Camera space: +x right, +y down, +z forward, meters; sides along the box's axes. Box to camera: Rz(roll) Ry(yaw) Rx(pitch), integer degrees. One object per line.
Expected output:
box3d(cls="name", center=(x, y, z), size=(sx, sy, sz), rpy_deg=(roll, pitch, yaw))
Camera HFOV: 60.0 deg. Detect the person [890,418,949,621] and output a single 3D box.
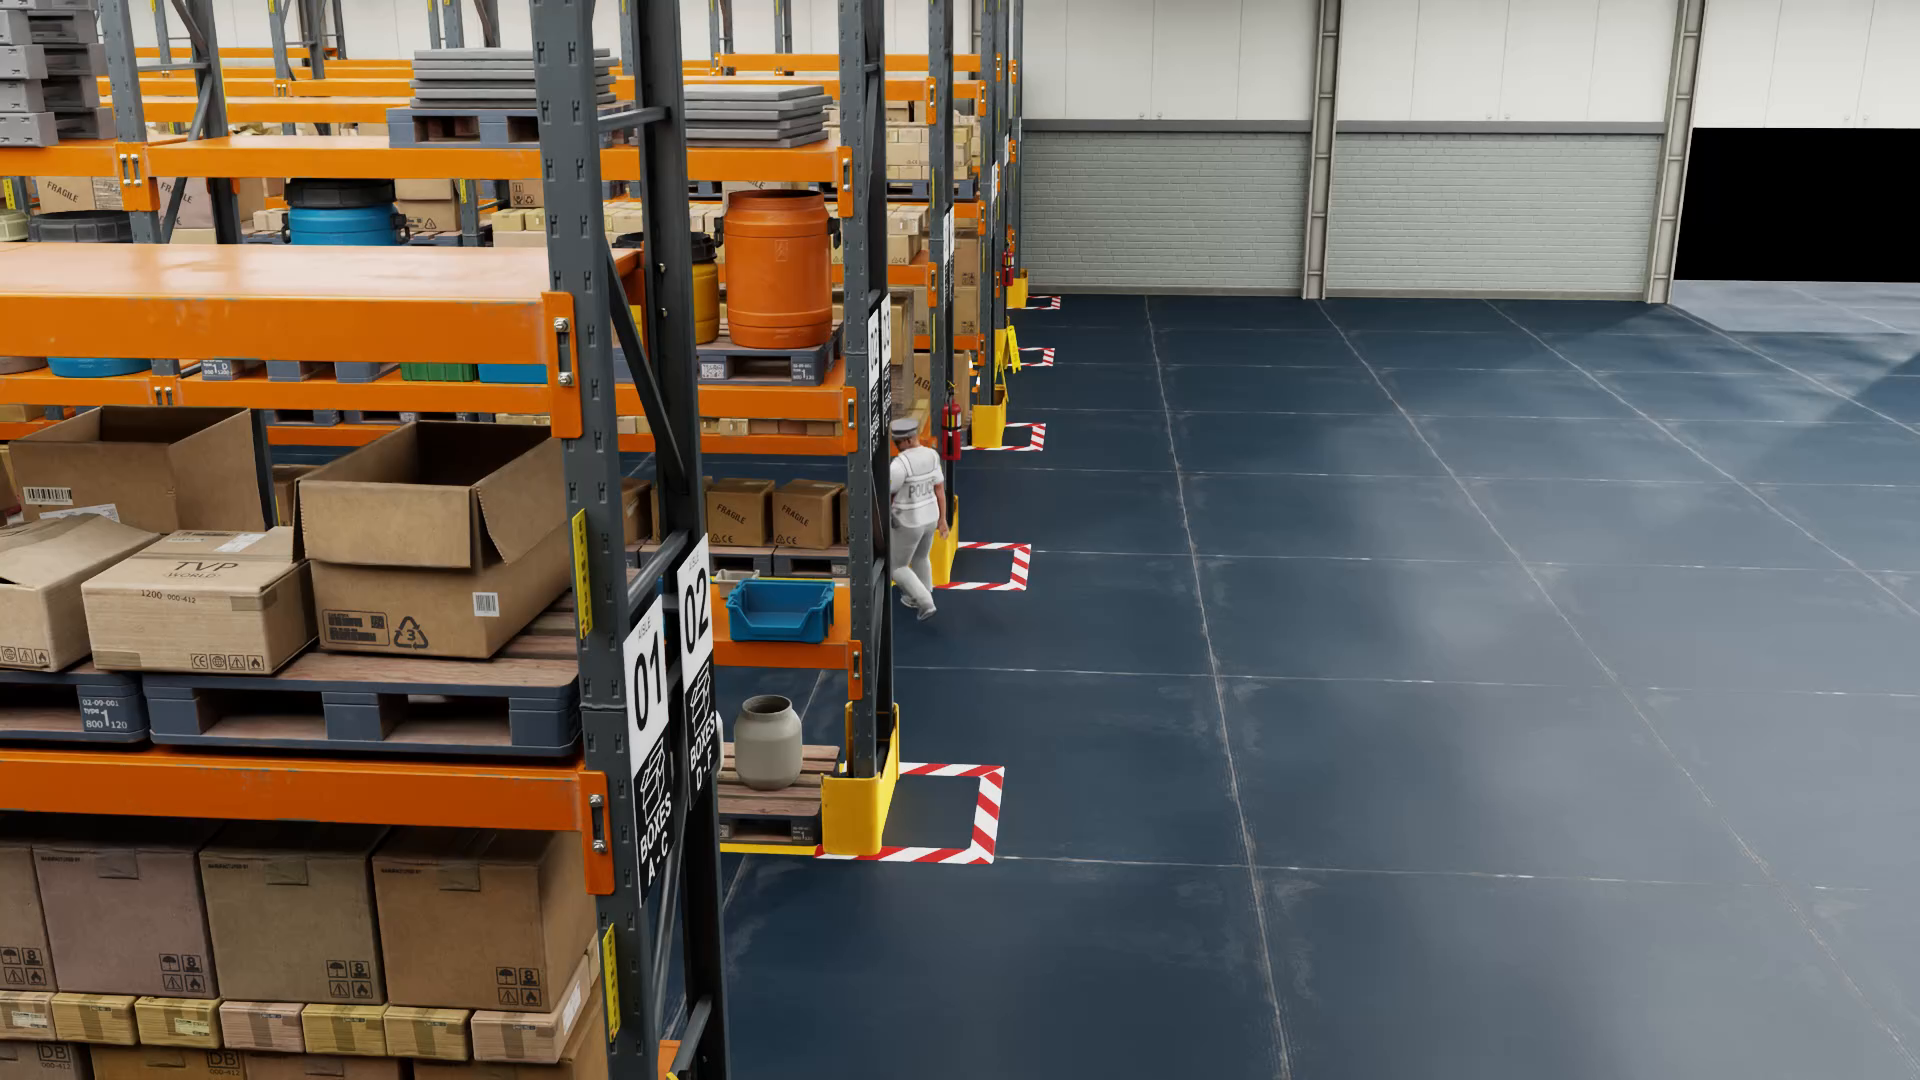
box3d(cls="person", center=(-0.361, -0.156, 13.542), size=(0.763, 1.708, 0.587), rpy_deg=(15, 23, 40))
